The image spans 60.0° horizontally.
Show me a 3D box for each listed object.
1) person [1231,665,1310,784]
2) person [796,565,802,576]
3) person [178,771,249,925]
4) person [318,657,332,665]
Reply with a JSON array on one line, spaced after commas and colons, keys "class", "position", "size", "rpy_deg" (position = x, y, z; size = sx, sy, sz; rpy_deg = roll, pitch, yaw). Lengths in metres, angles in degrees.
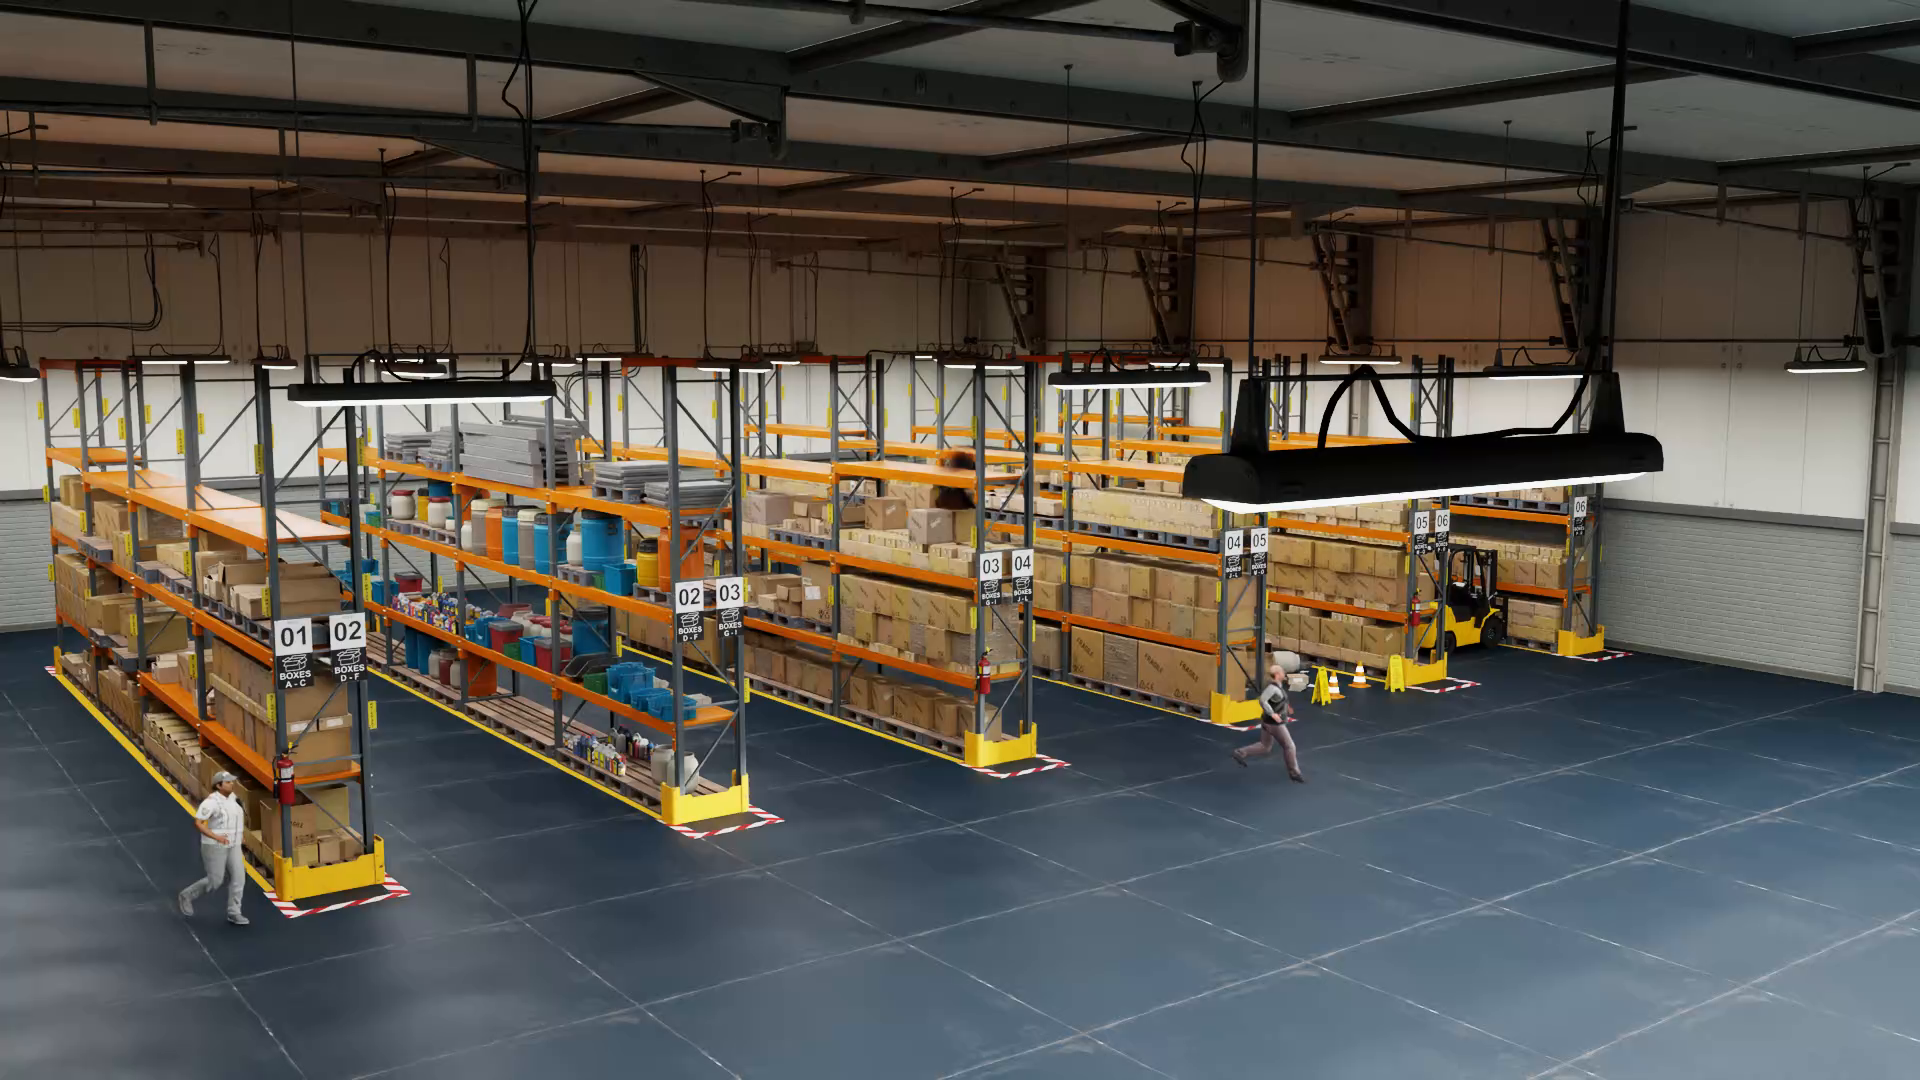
[{"class": "person", "position": [4.485, 2.642, 23.857], "size": [1.085, 1.732, 0.627], "rpy_deg": [0, 7, 0]}, {"class": "person", "position": [-3.989, 0.412, 42.846], "size": [0.671, 1.592, 0.545], "rpy_deg": [-4, 8, -28]}, {"class": "person", "position": [-8.079, 3.346, 18.247], "size": [0.838, 1.625, 0.671], "rpy_deg": [2, 7, 18]}, {"class": "person", "position": [-10.821, 2.042, 28.419], "size": [0.859, 1.850, 0.673], "rpy_deg": [6, 9, 41]}]
